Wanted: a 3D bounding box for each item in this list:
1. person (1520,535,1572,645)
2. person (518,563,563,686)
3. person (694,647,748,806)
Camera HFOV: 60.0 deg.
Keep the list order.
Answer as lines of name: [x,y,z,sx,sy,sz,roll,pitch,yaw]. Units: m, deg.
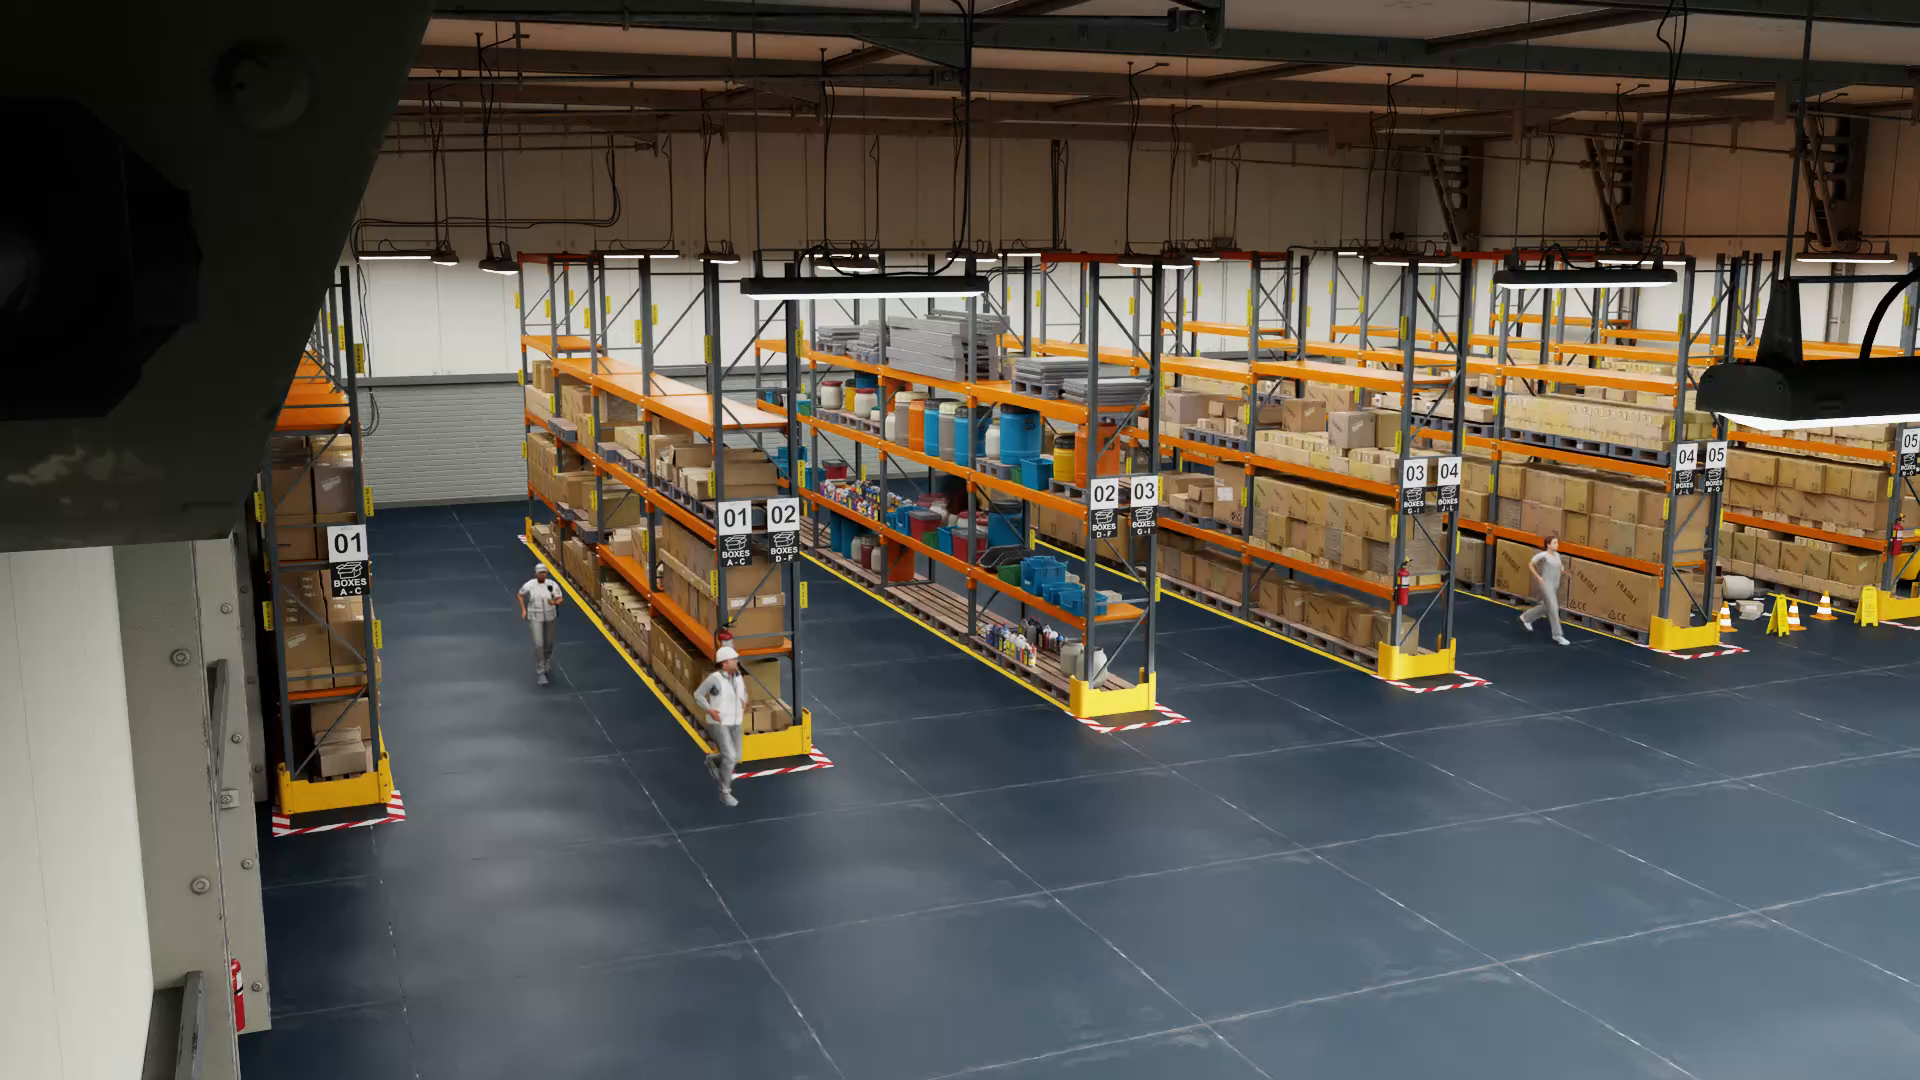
person: [9.288,0.740,26.258,0.567,1.658,0.895,-8,13,-36]
person: [-6.015,1.173,23.965,0.589,1.706,0.830,-5,12,-26]
person: [-2.676,2.074,19.028,0.822,1.736,0.686,8,13,38]
